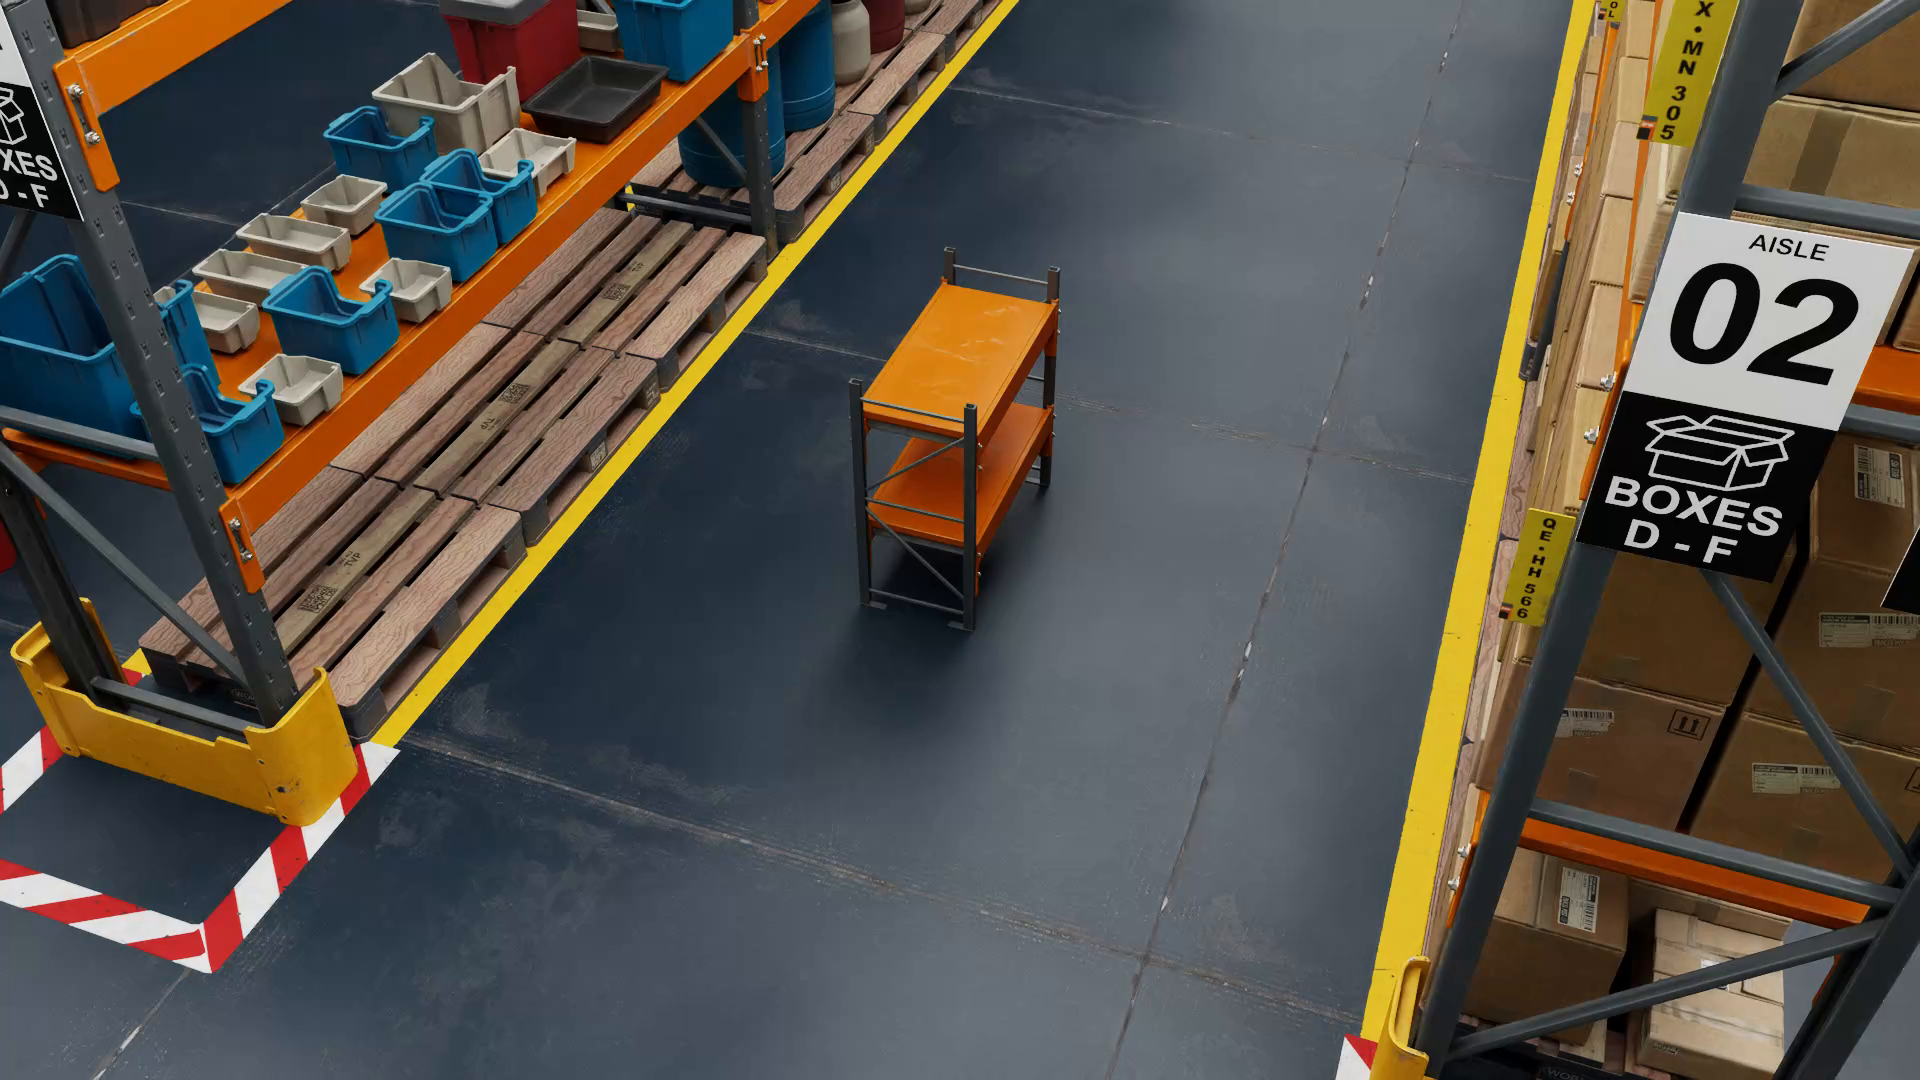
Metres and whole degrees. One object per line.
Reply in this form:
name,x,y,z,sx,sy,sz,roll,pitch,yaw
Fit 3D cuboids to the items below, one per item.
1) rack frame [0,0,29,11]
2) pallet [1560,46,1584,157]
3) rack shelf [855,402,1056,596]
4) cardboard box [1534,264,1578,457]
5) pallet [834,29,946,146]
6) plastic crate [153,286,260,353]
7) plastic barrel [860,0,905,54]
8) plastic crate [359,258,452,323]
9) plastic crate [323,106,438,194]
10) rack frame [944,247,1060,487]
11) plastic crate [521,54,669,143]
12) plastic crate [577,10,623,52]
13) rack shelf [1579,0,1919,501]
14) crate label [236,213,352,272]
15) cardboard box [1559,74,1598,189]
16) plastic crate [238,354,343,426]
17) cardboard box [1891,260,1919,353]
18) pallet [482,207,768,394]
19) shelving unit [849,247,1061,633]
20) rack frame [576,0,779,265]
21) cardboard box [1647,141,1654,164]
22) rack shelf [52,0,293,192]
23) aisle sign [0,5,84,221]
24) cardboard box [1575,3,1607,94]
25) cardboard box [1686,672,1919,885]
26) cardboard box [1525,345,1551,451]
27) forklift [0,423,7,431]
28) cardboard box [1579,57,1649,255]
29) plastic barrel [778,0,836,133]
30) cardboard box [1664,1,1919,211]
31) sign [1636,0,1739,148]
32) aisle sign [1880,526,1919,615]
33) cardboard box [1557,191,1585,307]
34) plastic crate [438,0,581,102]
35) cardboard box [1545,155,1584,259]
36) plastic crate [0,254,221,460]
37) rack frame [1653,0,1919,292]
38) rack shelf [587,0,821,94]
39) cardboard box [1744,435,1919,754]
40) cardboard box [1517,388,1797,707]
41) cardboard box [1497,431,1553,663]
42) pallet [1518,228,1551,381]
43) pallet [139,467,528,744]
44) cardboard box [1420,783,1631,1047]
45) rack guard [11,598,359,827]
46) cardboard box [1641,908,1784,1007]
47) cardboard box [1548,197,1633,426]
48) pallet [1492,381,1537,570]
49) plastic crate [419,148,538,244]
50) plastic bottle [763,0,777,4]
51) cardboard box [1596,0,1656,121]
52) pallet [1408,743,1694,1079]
rack frame,-2.848,-2.622,3.390,1.000,3.000,0.127,13,42,15
pallet,4.250,-2.610,10.147,1.003,0.211,1.213,13,42,15
rack shelf,-0.002,-0.238,7.039,0.538,0.278,1.000,13,42,15
cardboard box,2.225,-0.538,5.492,0.500,0.500,0.500,13,42,14
pallet,-0.762,-2.927,10.518,1.003,0.211,1.213,13,42,15
plastic crate,-2.739,-0.800,6.034,0.396,0.136,0.243,13,42,15
plastic barrel,-0.650,-3.471,10.541,0.600,0.588,0.708,13,42,15
plastic crate,-2.035,-0.931,6.187,0.250,0.136,0.298,13,42,15
plastic crate,-2.387,-1.609,6.907,0.416,0.233,0.300,13,42,15
rack frame,0.172,-0.734,7.243,0.500,1.125,0.032,13,42,15
plastic crate,-1.611,-1.956,7.397,0.437,0.125,0.590,13,42,15
plastic crate,-1.774,-2.450,7.968,0.396,0.136,0.243,13,42,15
rack shelf,2.489,-1.326,4.736,1.077,0.370,4.000,13,42,15
crate label,-2.554,-1.149,6.443,0.396,0.136,0.243,13,42,15
cardboard box,3.593,-2.175,9.075,0.500,0.500,0.500,12,42,14
plastic crate,-2.267,-0.517,5.702,0.250,0.136,0.298,13,42,15
cardboard box,2.220,-0.579,3.422,0.500,0.250,0.500,13,42,15
pallet,-1.695,-1.262,8.566,1.003,0.211,1.213,13,42,15
shelving unit,-0.002,-0.424,6.880,0.538,1.125,1.048,13,42,15
rack frame,-1.480,-2.780,8.197,1.000,3.000,0.127,13,42,15
cardboard box,1.915,-0.997,3.912,0.500,0.250,0.500,13,42,15
rack shelf,-2.164,-2.427,6.027,1.077,0.370,4.000,13,42,15
aisle sign,-2.594,-1.219,4.365,0.394,0.787,0.004,13,42,15
cardboard box,3.943,-2.799,9.807,0.500,0.500,0.500,12,42,14
cardboard box,2.205,0.511,4.262,0.500,0.500,0.500,14,42,16
cardboard box,2.826,-0.615,7.392,0.500,0.311,0.500,13,42,15
forklift,-4.769,-1.216,6.417,1.130,2.935,3.031,14,42,15
cardboard box,2.395,-1.243,5.549,0.500,0.500,0.500,12,42,14
plastic barrel,-1.036,-2.901,9.632,0.600,0.901,0.708,13,42,15
cardboard box,1.742,-0.883,3.393,0.500,0.250,0.500,13,42,15
sign,1.291,-0.852,2.944,0.100,0.325,0.005,13,42,15
aisle sign,2.058,-0.121,3.077,0.394,0.787,0.004,13,42,15
cardboard box,2.571,-1.153,6.213,0.500,0.500,0.500,14,42,16
plastic crate,-2.021,-2.338,7.584,0.402,0.464,0.583,13,42,15
cardboard box,3.250,-1.559,8.353,0.500,0.500,0.500,13,42,15
plastic crate,-2.909,-0.622,5.594,0.616,0.435,0.499,13,42,15
rack frame,1.805,-1.521,2.099,1.000,3.000,0.127,13,42,15
rack shelf,-0.796,-3.726,9.860,1.077,0.370,4.000,13,42,15
cardboard box,2.205,0.131,3.938,0.500,0.500,0.500,15,43,16
cardboard box,1.699,0.011,4.079,0.500,0.500,0.500,13,42,15
cardboard box,1.877,0.073,4.777,0.500,0.500,0.500,14,42,15
pallet,3.416,-1.122,8.402,1.003,0.211,1.213,13,42,15
pallet,-2.530,0.226,6.822,1.003,0.211,1.213,13,42,15
cardboard box,1.760,1.159,5.168,0.500,0.500,0.500,13,42,15
rack guard,-2.844,0.628,6.128,1.175,0.500,0.348,13,42,15
cardboard box,2.357,1.341,5.212,0.380,0.166,0.250,13,42,15
cardboard box,2.044,-0.615,4.812,0.500,0.500,0.500,14,43,16
pallet,2.938,-0.199,7.320,1.003,0.211,1.213,13,42,15
plastic crate,-1.901,-1.363,6.619,0.416,0.233,0.300,13,42,15
plastic bottle,-0.954,-2.864,8.386,0.061,0.283,0.133,13,42,15
cardboard box,2.748,-1.872,6.285,0.500,0.500,0.500,14,43,16
pallet,2.103,1.290,5.576,1.003,0.211,1.213,13,42,15
